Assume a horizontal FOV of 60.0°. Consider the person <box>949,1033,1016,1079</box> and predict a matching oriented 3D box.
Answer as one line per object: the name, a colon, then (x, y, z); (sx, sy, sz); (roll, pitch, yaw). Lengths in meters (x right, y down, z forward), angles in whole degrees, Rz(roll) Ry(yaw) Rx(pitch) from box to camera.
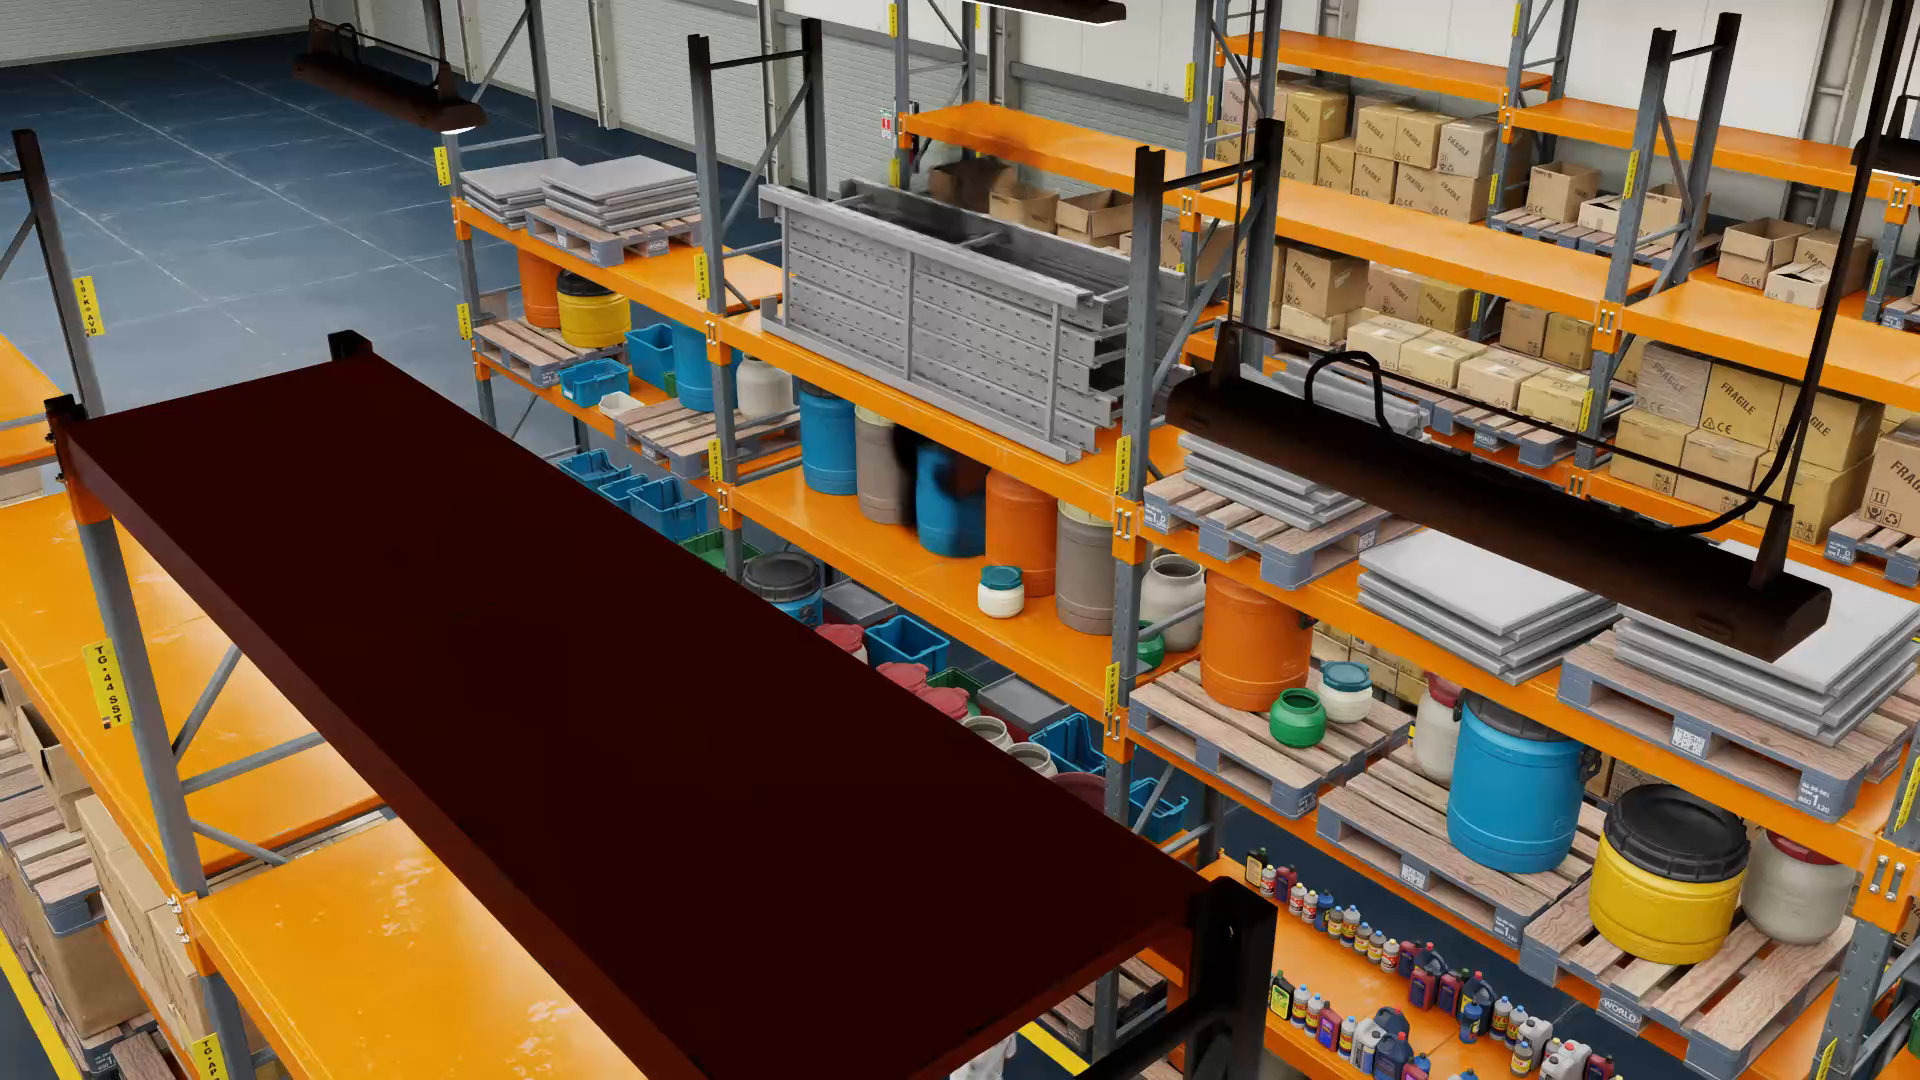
person: (0.113, 3.107, 9.221); (0.579, 1.478, 0.634); (-23, 35, -38)
